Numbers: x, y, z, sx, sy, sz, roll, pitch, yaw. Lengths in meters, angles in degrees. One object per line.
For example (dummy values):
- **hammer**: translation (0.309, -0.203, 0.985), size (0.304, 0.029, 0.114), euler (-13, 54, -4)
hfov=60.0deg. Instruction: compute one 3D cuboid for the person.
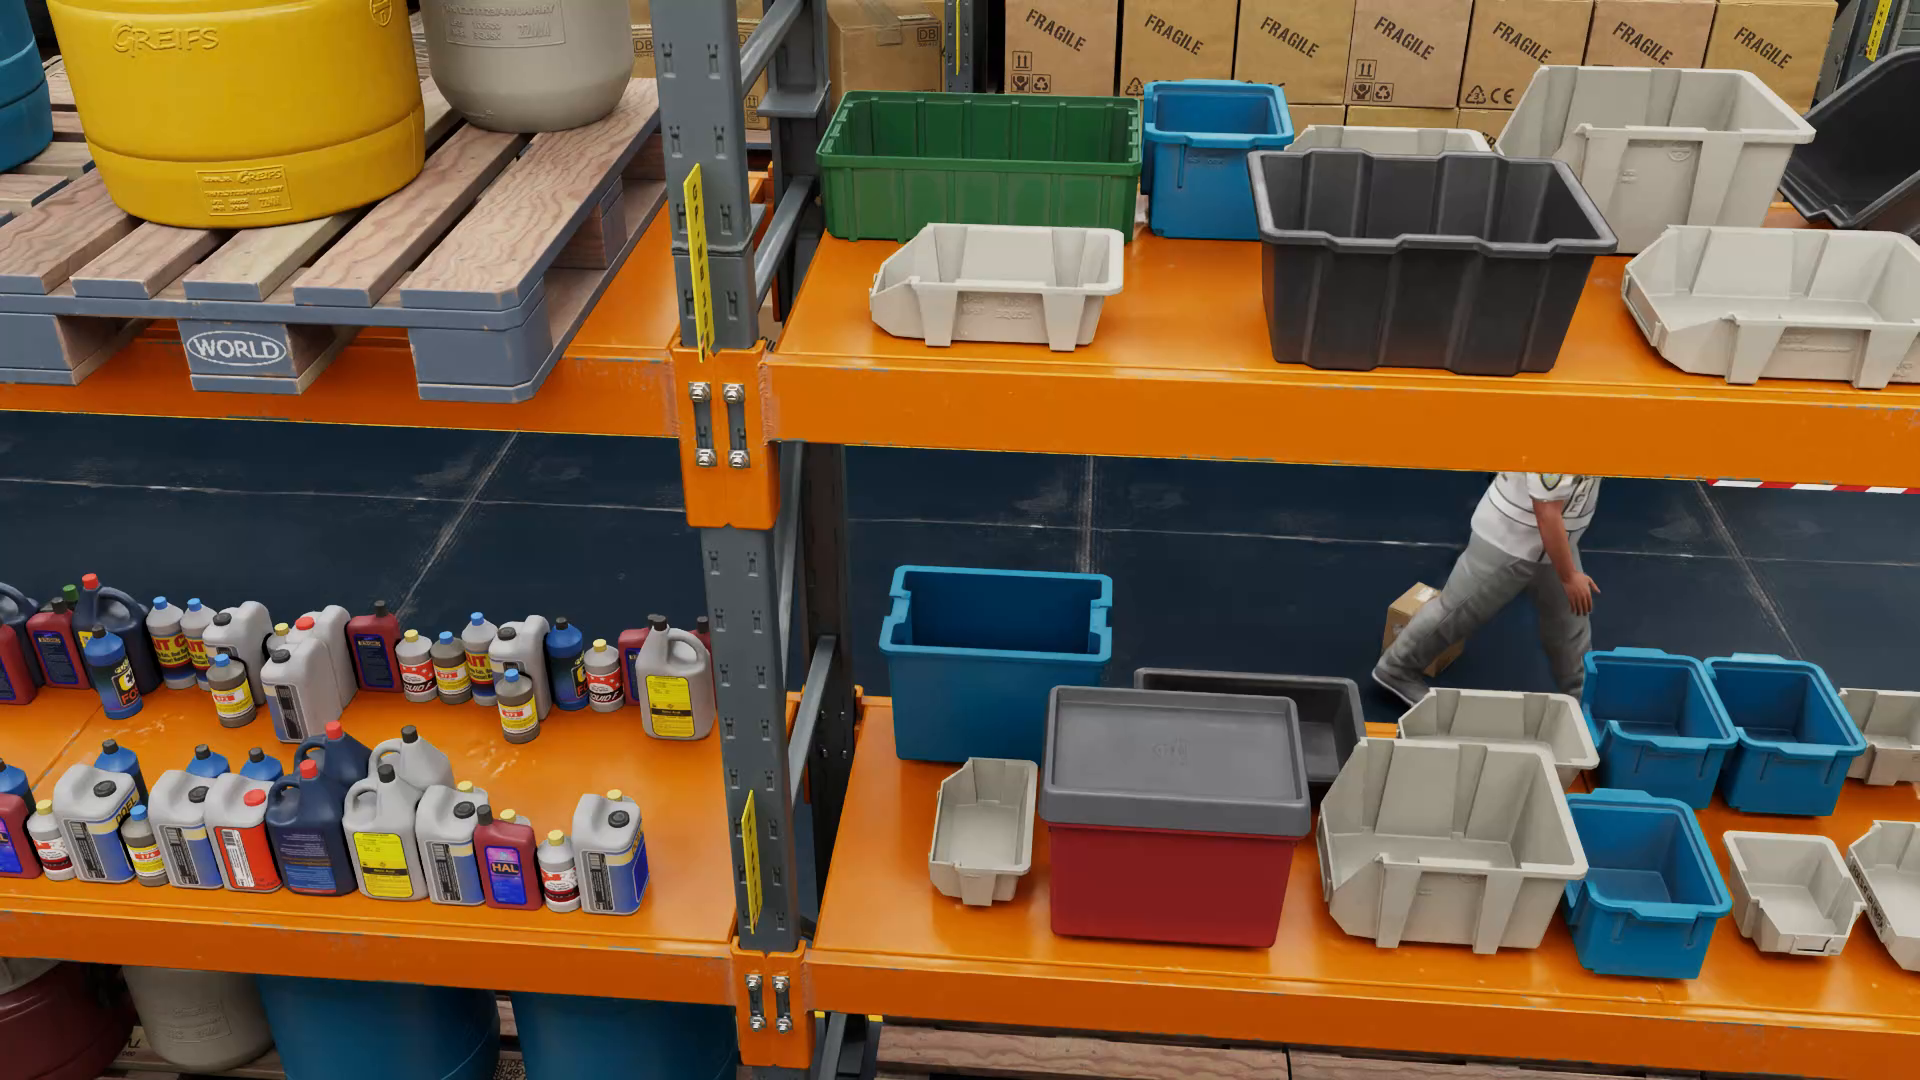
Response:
- **person**: translation (2.155, -0.016, 6.145), size (1.047, 1.701, 0.556), euler (18, 36, 26)
